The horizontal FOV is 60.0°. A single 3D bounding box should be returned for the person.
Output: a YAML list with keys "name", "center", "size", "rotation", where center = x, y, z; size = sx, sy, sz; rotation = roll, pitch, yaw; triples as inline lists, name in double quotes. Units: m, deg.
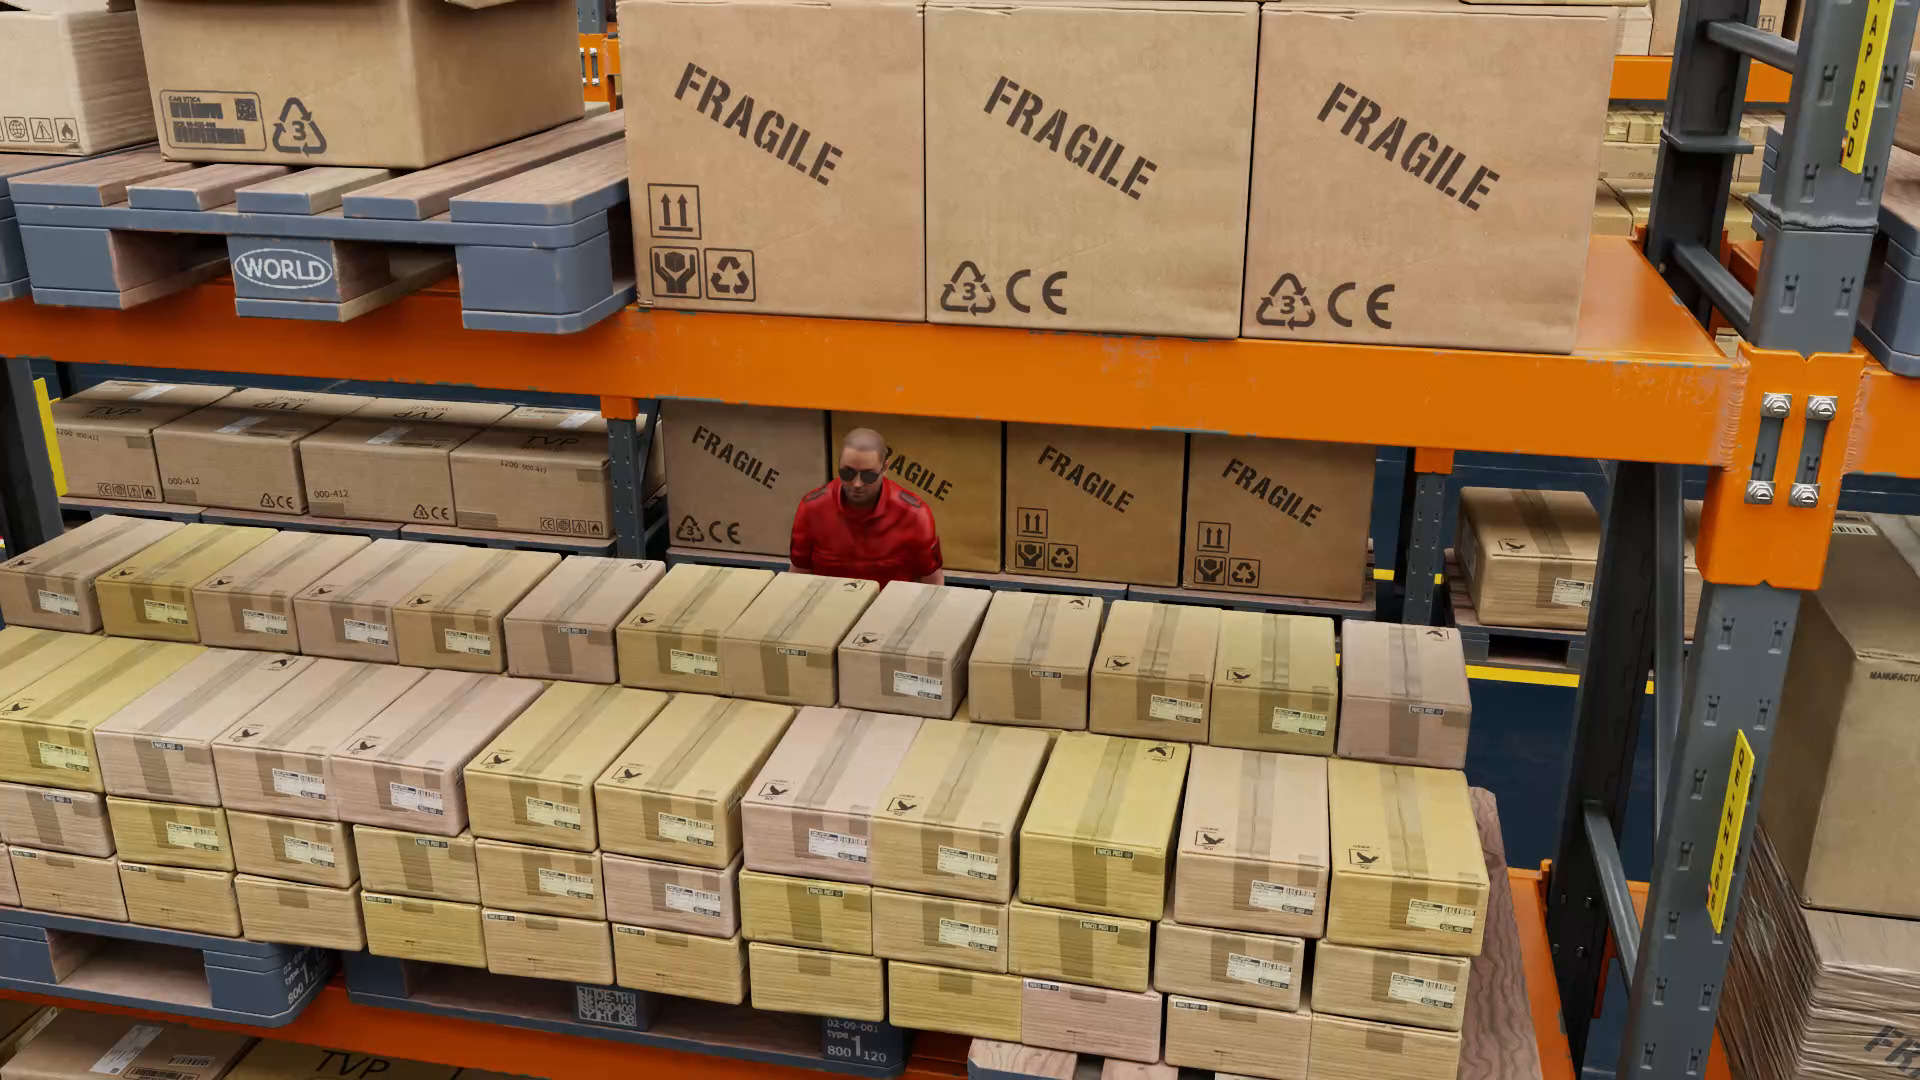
- name: "person"
  center: [-0.356, 0.402, 6.081]
  size: [0.595, 1.725, 0.393]
  rotation: [3, 22, 8]
